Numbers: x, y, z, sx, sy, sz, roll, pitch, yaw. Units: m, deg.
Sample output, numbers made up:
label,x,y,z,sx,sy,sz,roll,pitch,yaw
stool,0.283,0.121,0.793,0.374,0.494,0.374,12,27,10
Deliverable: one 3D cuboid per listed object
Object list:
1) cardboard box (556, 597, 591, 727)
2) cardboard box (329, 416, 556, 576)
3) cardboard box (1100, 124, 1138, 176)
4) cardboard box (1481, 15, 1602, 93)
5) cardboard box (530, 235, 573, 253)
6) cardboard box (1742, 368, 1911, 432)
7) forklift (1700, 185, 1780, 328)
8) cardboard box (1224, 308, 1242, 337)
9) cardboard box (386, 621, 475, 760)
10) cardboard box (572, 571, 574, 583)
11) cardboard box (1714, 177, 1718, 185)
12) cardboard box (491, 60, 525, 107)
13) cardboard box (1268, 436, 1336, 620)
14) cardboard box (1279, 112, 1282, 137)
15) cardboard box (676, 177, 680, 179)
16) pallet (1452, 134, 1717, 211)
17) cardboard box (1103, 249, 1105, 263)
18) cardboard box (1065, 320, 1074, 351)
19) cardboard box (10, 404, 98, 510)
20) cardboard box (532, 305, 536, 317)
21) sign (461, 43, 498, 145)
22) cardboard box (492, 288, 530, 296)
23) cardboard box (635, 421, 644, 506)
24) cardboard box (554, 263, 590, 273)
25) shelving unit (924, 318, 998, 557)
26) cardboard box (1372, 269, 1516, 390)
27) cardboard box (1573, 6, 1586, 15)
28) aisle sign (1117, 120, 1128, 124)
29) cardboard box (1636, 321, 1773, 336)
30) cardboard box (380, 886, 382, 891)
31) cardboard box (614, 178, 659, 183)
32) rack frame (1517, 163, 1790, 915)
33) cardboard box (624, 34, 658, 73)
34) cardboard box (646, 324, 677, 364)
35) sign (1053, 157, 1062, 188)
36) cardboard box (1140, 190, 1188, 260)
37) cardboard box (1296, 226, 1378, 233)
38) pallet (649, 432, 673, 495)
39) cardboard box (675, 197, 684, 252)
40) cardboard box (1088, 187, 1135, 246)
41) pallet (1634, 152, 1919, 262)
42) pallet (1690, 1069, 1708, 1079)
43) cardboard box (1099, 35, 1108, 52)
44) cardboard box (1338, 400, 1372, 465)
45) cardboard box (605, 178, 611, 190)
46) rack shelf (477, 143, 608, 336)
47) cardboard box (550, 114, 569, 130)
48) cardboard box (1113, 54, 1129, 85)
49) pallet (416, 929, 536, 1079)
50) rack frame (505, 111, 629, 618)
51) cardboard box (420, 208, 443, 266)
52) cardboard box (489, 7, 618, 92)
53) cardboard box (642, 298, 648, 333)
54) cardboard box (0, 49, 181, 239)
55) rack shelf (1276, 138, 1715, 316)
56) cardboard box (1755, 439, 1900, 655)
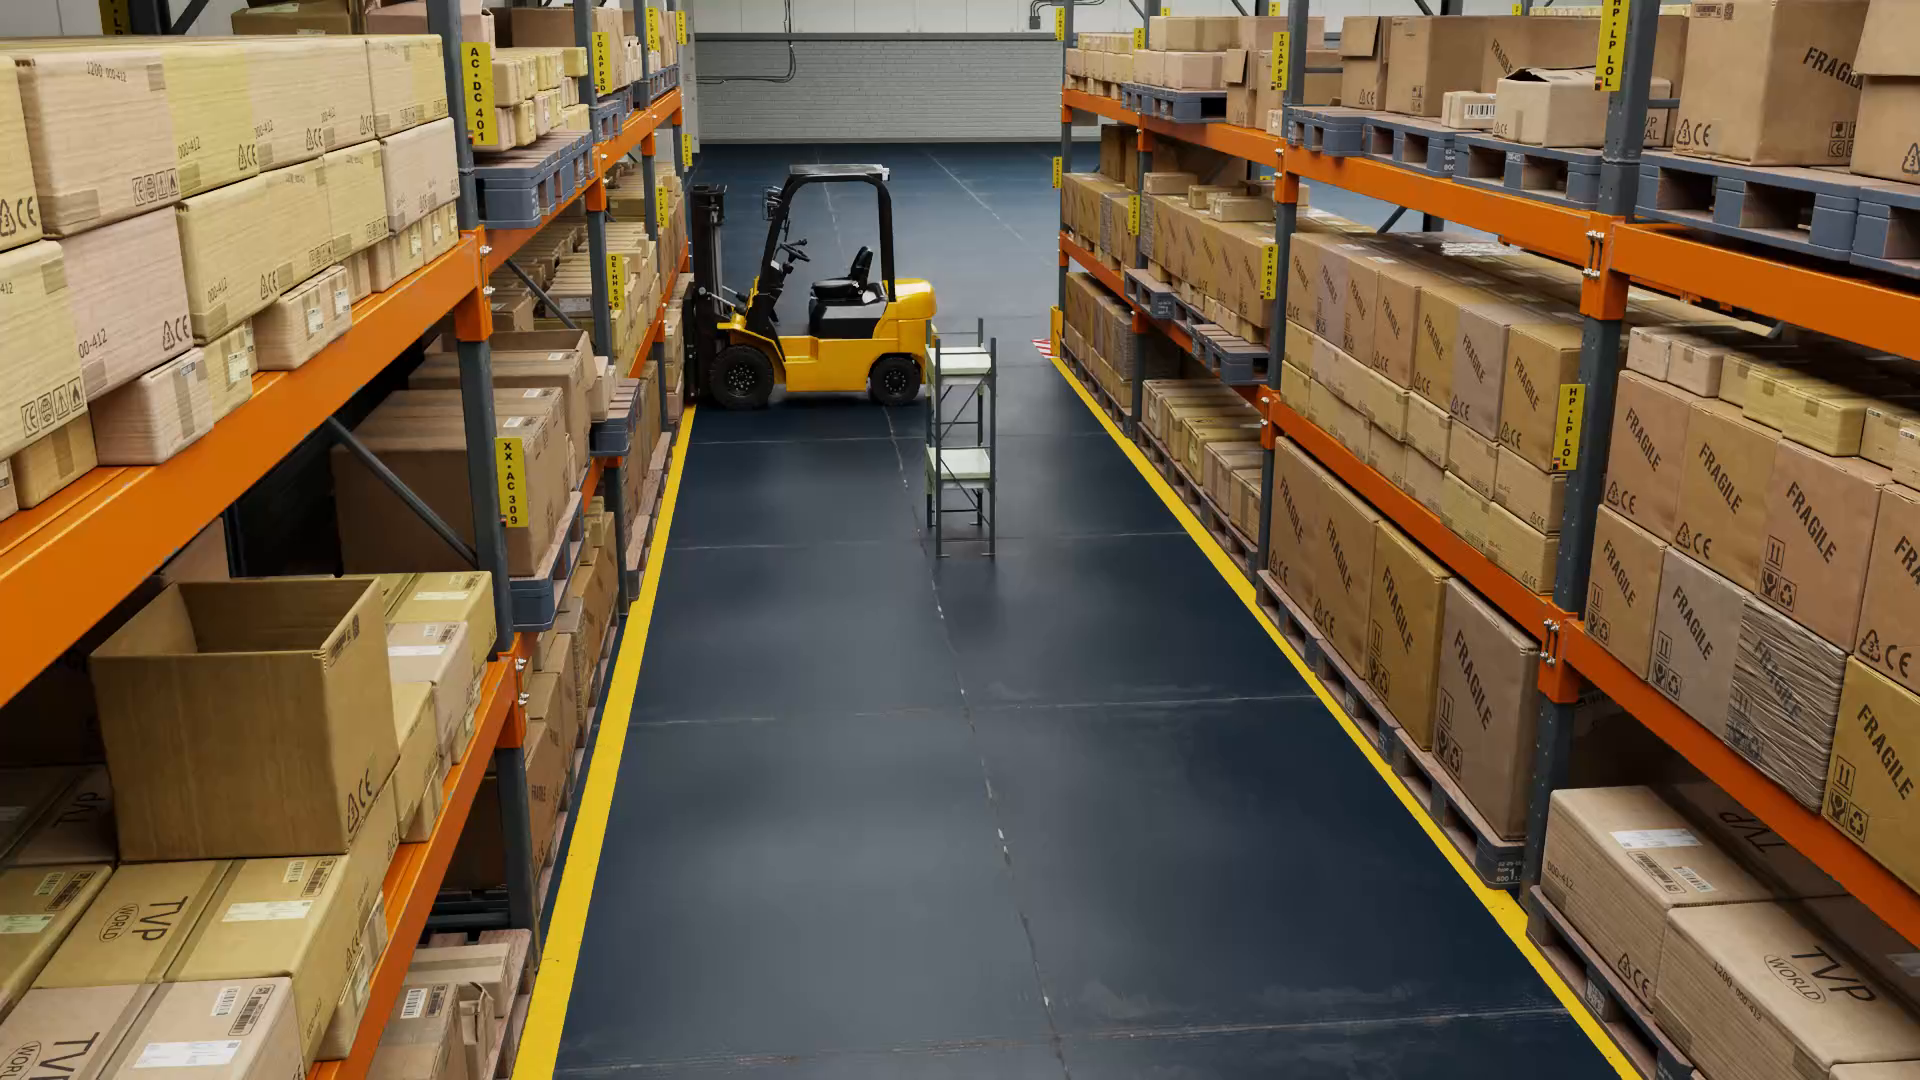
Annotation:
label,x,y,z,sx,sy,sz,roll,pitch,yaw
cardboard box,-2.109,0.609,8.201,0.500,0.500,0.500,-2,18,-8
cardboard box,-1.951,-0.169,6.340,0.700,0.500,0.500,-1,17,-4
cardboard box,1.845,-4.021,17.145,0.700,0.500,0.500,-2,18,-7
cardboard box,2.871,-2.279,8.054,0.500,0.500,0.500,-2,18,-5
cardboard box,-3.079,-2.168,12.325,0.380,0.149,0.250,-2,18,-6
cardboard box,2.663,-0.430,5.120,0.380,0.149,0.250,-2,18,-6
forklift,5.015,-1.140,10.416,1.130,2.935,3.031,-1,17,-3
cardboard box,1.962,-1.439,10.970,0.380,0.149,0.250,-2,18,-6
cardboard box,-1.762,0.452,4.982,0.500,0.250,0.500,-2,18,-5
cardboard box,-2.183,0.175,8.502,0.380,0.149,0.250,-2,18,-6
cardboard box,6.897,-3.189,14.773,0.875,0.550,0.550,-2,18,-6
cardboard box,-1.718,-1.574,5.730,0.380,0.149,0.250,-1,17,-4
cardboard box,2.389,-0.095,9.817,0.875,0.875,0.875,-2,18,-6
cardboard box,2.159,-2.515,10.092,0.380,0.149,0.250,-2,18,-6
cardboard box,-3.047,-3.608,16.912,0.380,0.149,0.250,-2,17,-5
pallet,2.669,-1.536,6.874,0.805,0.209,1.217,-2,18,-8
cardboard box,1.547,-2.654,15.543,0.380,0.149,0.250,-2,18,-7
cardboard box,1.383,-2.139,17.373,0.500,0.250,0.500,-2,18,-6
cardboard box,-1.575,-0.146,2.546,0.380,0.149,0.250,-2,18,-5
cardboard box,-2.859,-1.254,10.080,0.500,0.250,0.500,-1,17,-4
sign,-1.585,-1.467,5.471,0.100,0.325,0.005,-2,18,-6
cardboard box,-2.771,-1.410,9.910,0.380,0.149,0.250,-1,17,-4
cardboard box,-2.732,-0.611,11.877,0.875,0.625,0.625,-3,18,-8
cardboard box,-2.452,-1.730,10.929,0.380,0.149,0.250,-2,17,-5
shelving unit,-0.001,-0.718,11.459,0.431,1.500,0.755,-2,18,-6
cardboard box,2.356,-1.034,8.127,0.500,0.500,0.500,-1,17,-5
cardboard box,6.310,-5.210,16.478,0.380,0.149,0.250,-2,18,-7
aisle sign,1.857,-4.768,17.515,0.394,0.787,0.004,-2,18,-6
cardboard box,3.054,-0.589,6.710,0.500,0.500,0.500,-2,17,-5
cardboard box,-1.698,0.897,4.231,0.380,0.149,0.250,-2,18,-6
cardboard box,-2.942,-3.212,15.154,0.380,0.149,0.250,-2,18,-5
rack frame,2.813,0.075,6.429,1.000,3.000,0.127,-2,18,-6
cardboard box,-2.792,-4.046,13.829,0.500,0.311,0.500,-1,17,-5
cardboard box,-2.687,-1.673,14.218,0.500,0.250,0.500,-2,18,-6
sign,1.036,-3.896,17.634,0.100,0.325,0.005,-2,18,-6
cardboard box,1.751,-2.550,13.426,0.500,0.500,0.500,-1,17,-4
cardboard box,2.523,-1.803,11.046,0.500,0.500,0.500,-1,17,-3
pallet,-2.834,-0.605,13.251,1.003,0.211,1.213,-2,18,-6
cardboard box,-3.005,-3.100,16.376,0.500,0.500,0.500,-1,17,-4
cardboard box,1.519,-3.083,15.824,0.500,0.500,0.500,-2,18,-7
pallet,2.887,-1.069,5.216,1.003,0.211,1.213,-2,18,-6
pallet,2.943,1.999,4.957,1.003,0.211,1.213,-2,18,-6
cardboard box,1.483,-4.546,15.231,0.380,0.149,0.250,-2,17,-5
cardboard box,2.320,-0.582,8.774,0.500,0.250,0.500,-1,17,-4
cardboard box,-3.377,-3.197,15.108,0.380,0.149,0.250,-1,17,-4
rack shelf,-2.330,-1.454,7.494,1.077,0.370,4.000,-2,18,-6
cardboard box,-2.138,-1.877,7.891,0.500,0.250,0.500,-2,18,-6
cardboard box,1.622,-4.083,14.422,0.500,0.250,0.500,-2,18,-7
pallet,-2.054,1.765,5.703,1.003,0.211,1.213,-2,18,-6
rack frame,-2.536,-0.962,9.733,1.000,3.000,0.127,-2,18,-6
cardboard box,-1.771,-0.910,4.981,0.380,0.149,0.250,-2,18,-6
cardboard box,-2.520,-3.059,10.371,0.700,0.500,0.500,-2,18,-7
cardboard box,-2.559,-1.642,12.148,0.500,0.250,0.500,-2,18,-5
cardboard box,-1.541,-0.611,2.525,0.500,0.250,0.500,-2,18,-6
rack shelf,2.607,-1.608,7.986,1.077,0.370,4.000,-2,18,-6
cardboard box,2.709,0.004,4.821,0.500,0.500,0.500,-1,17,-5
